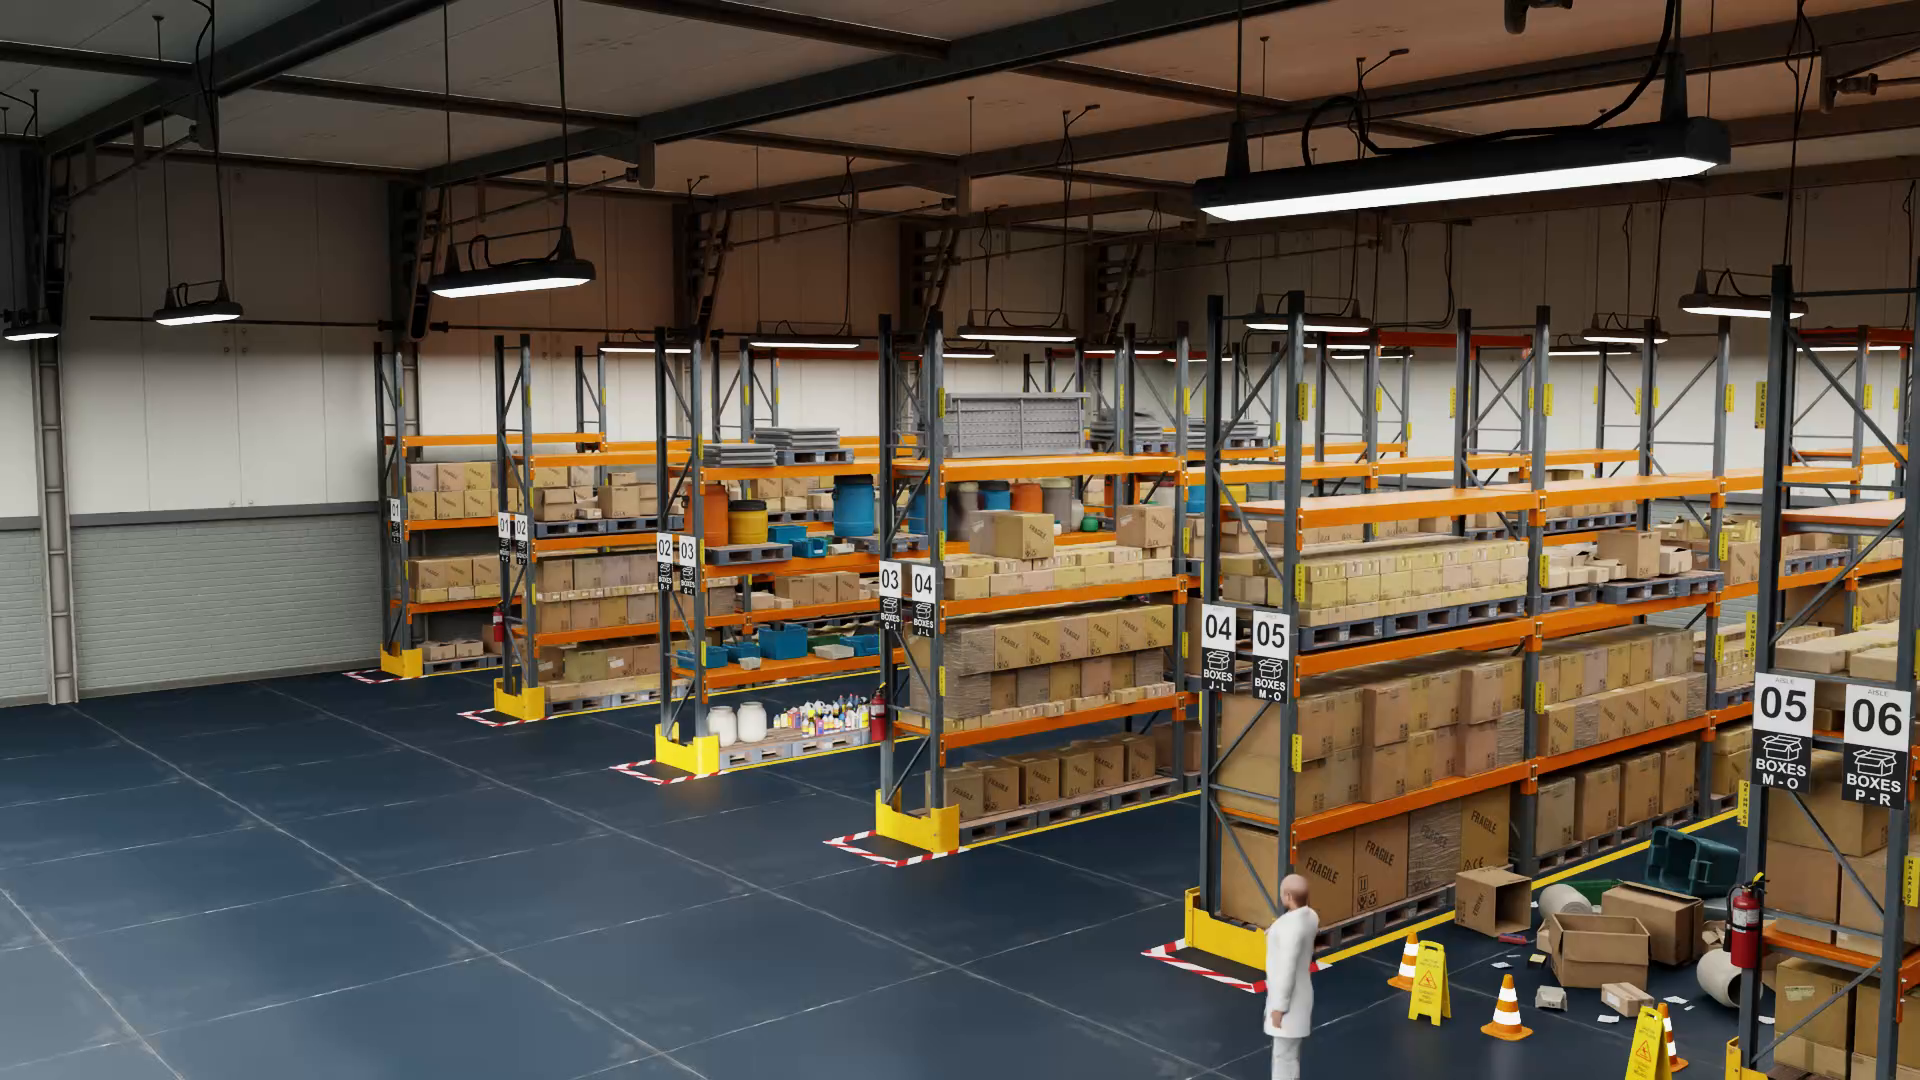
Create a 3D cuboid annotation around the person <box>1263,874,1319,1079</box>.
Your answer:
[{"bbox_3d":[2.265,3.214,11.680,0.483,1.773,0.620,1,5,11],"label":"person"}]

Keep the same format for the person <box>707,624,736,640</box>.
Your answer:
[{"bbox_3d":[-4.414,1.559,30.606,0.604,1.729,0.462,-1,5,-12],"label":"person"}]
